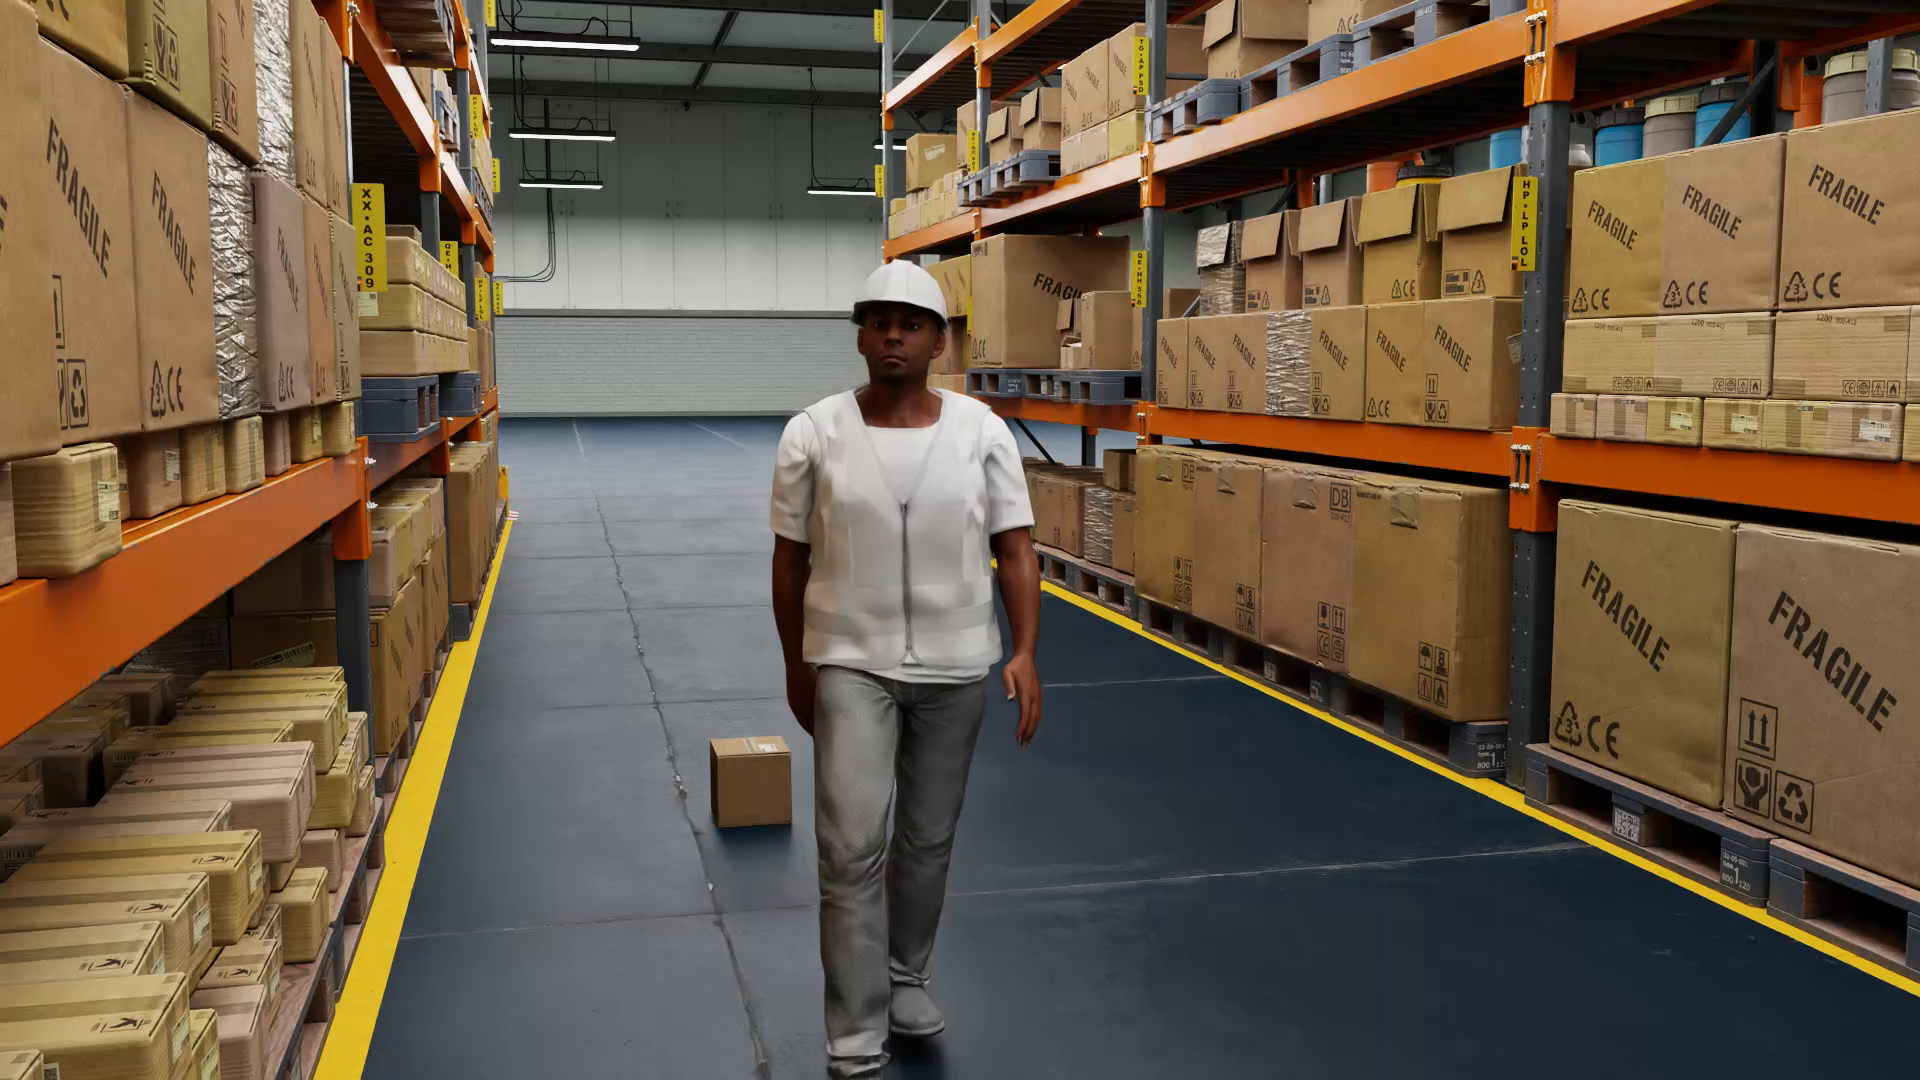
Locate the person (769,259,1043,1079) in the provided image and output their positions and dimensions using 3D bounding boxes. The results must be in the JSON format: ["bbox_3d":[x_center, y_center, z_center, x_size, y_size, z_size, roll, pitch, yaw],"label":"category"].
[{"bbox_3d":[-0.104,0.304,3.524,0.570,1.789,0.805,-1,6,-9],"label":"person"}]
